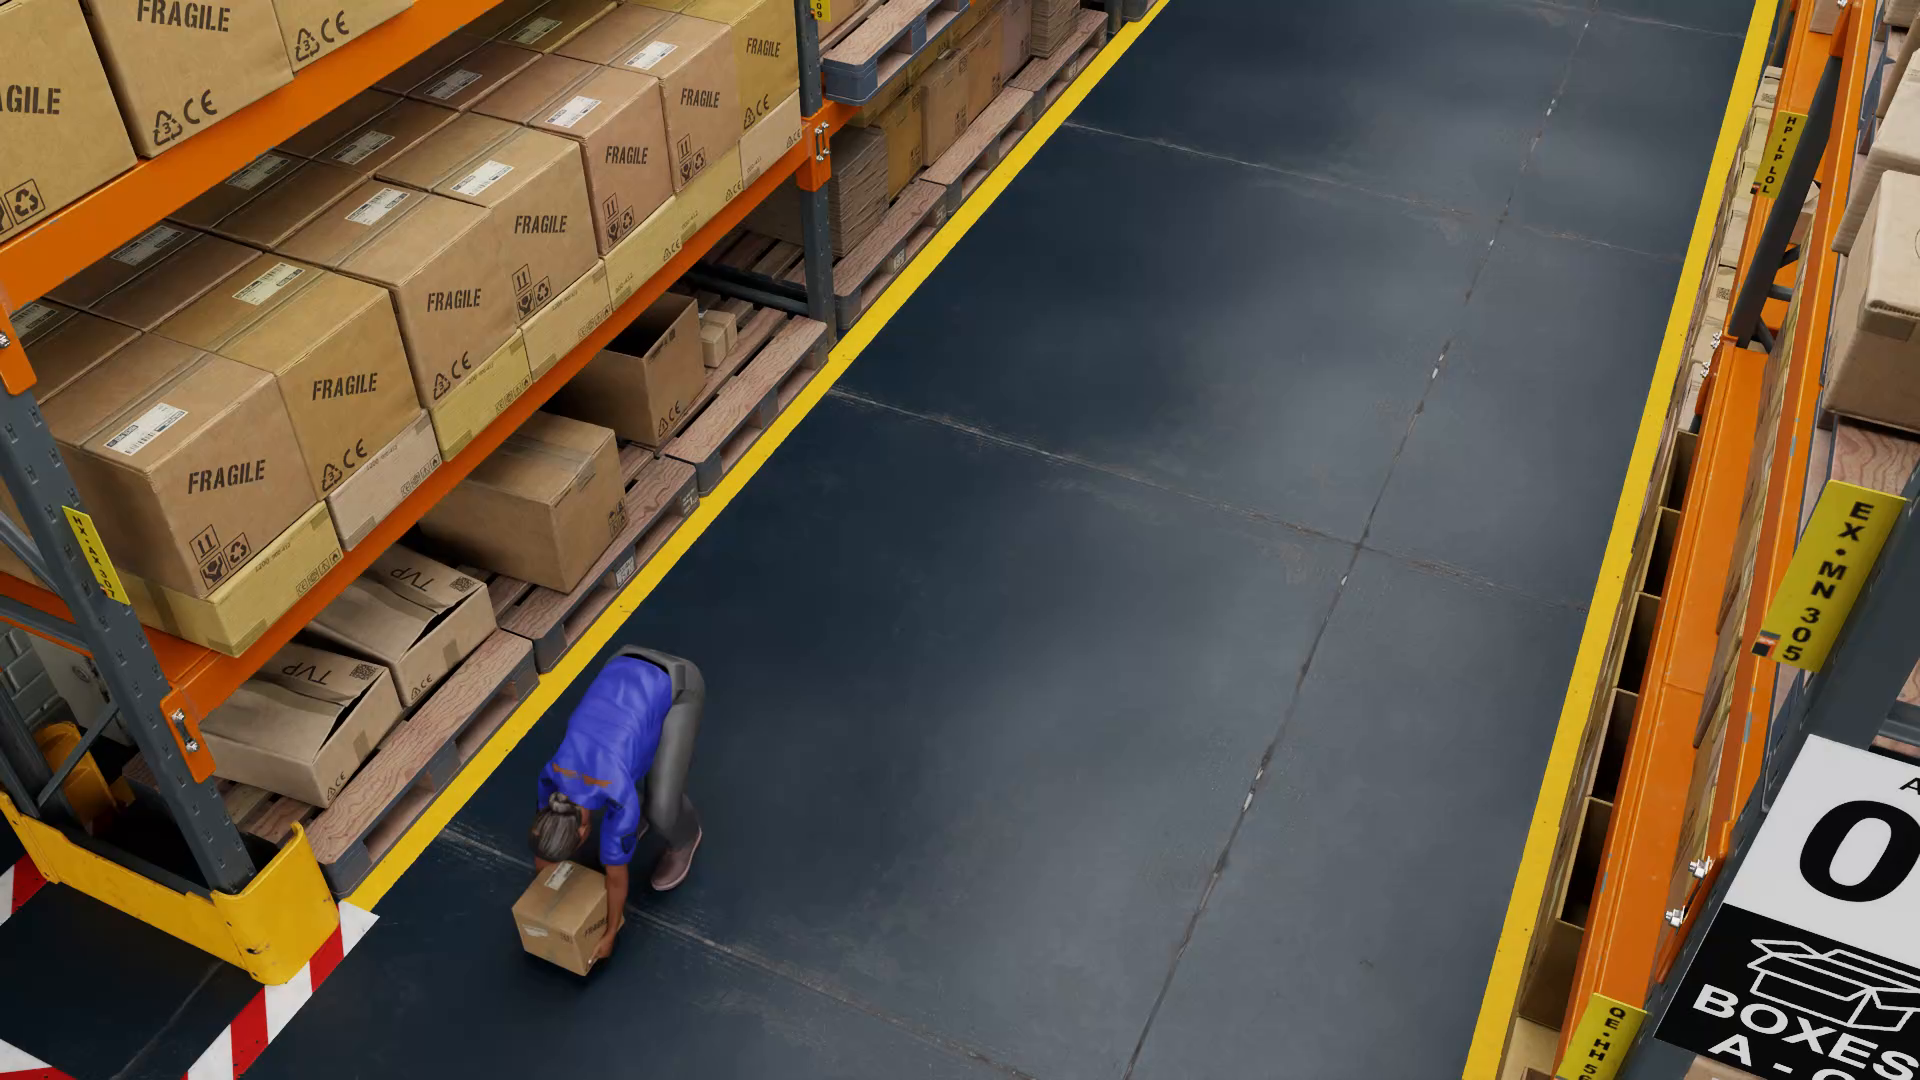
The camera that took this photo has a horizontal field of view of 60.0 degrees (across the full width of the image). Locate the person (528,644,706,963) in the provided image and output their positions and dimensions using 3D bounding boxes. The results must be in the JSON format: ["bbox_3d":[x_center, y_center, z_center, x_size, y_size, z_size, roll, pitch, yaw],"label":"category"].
[{"bbox_3d":[-1.178,0.901,5.754,0.443,0.876,0.883,15,44,16],"label":"person"}]
